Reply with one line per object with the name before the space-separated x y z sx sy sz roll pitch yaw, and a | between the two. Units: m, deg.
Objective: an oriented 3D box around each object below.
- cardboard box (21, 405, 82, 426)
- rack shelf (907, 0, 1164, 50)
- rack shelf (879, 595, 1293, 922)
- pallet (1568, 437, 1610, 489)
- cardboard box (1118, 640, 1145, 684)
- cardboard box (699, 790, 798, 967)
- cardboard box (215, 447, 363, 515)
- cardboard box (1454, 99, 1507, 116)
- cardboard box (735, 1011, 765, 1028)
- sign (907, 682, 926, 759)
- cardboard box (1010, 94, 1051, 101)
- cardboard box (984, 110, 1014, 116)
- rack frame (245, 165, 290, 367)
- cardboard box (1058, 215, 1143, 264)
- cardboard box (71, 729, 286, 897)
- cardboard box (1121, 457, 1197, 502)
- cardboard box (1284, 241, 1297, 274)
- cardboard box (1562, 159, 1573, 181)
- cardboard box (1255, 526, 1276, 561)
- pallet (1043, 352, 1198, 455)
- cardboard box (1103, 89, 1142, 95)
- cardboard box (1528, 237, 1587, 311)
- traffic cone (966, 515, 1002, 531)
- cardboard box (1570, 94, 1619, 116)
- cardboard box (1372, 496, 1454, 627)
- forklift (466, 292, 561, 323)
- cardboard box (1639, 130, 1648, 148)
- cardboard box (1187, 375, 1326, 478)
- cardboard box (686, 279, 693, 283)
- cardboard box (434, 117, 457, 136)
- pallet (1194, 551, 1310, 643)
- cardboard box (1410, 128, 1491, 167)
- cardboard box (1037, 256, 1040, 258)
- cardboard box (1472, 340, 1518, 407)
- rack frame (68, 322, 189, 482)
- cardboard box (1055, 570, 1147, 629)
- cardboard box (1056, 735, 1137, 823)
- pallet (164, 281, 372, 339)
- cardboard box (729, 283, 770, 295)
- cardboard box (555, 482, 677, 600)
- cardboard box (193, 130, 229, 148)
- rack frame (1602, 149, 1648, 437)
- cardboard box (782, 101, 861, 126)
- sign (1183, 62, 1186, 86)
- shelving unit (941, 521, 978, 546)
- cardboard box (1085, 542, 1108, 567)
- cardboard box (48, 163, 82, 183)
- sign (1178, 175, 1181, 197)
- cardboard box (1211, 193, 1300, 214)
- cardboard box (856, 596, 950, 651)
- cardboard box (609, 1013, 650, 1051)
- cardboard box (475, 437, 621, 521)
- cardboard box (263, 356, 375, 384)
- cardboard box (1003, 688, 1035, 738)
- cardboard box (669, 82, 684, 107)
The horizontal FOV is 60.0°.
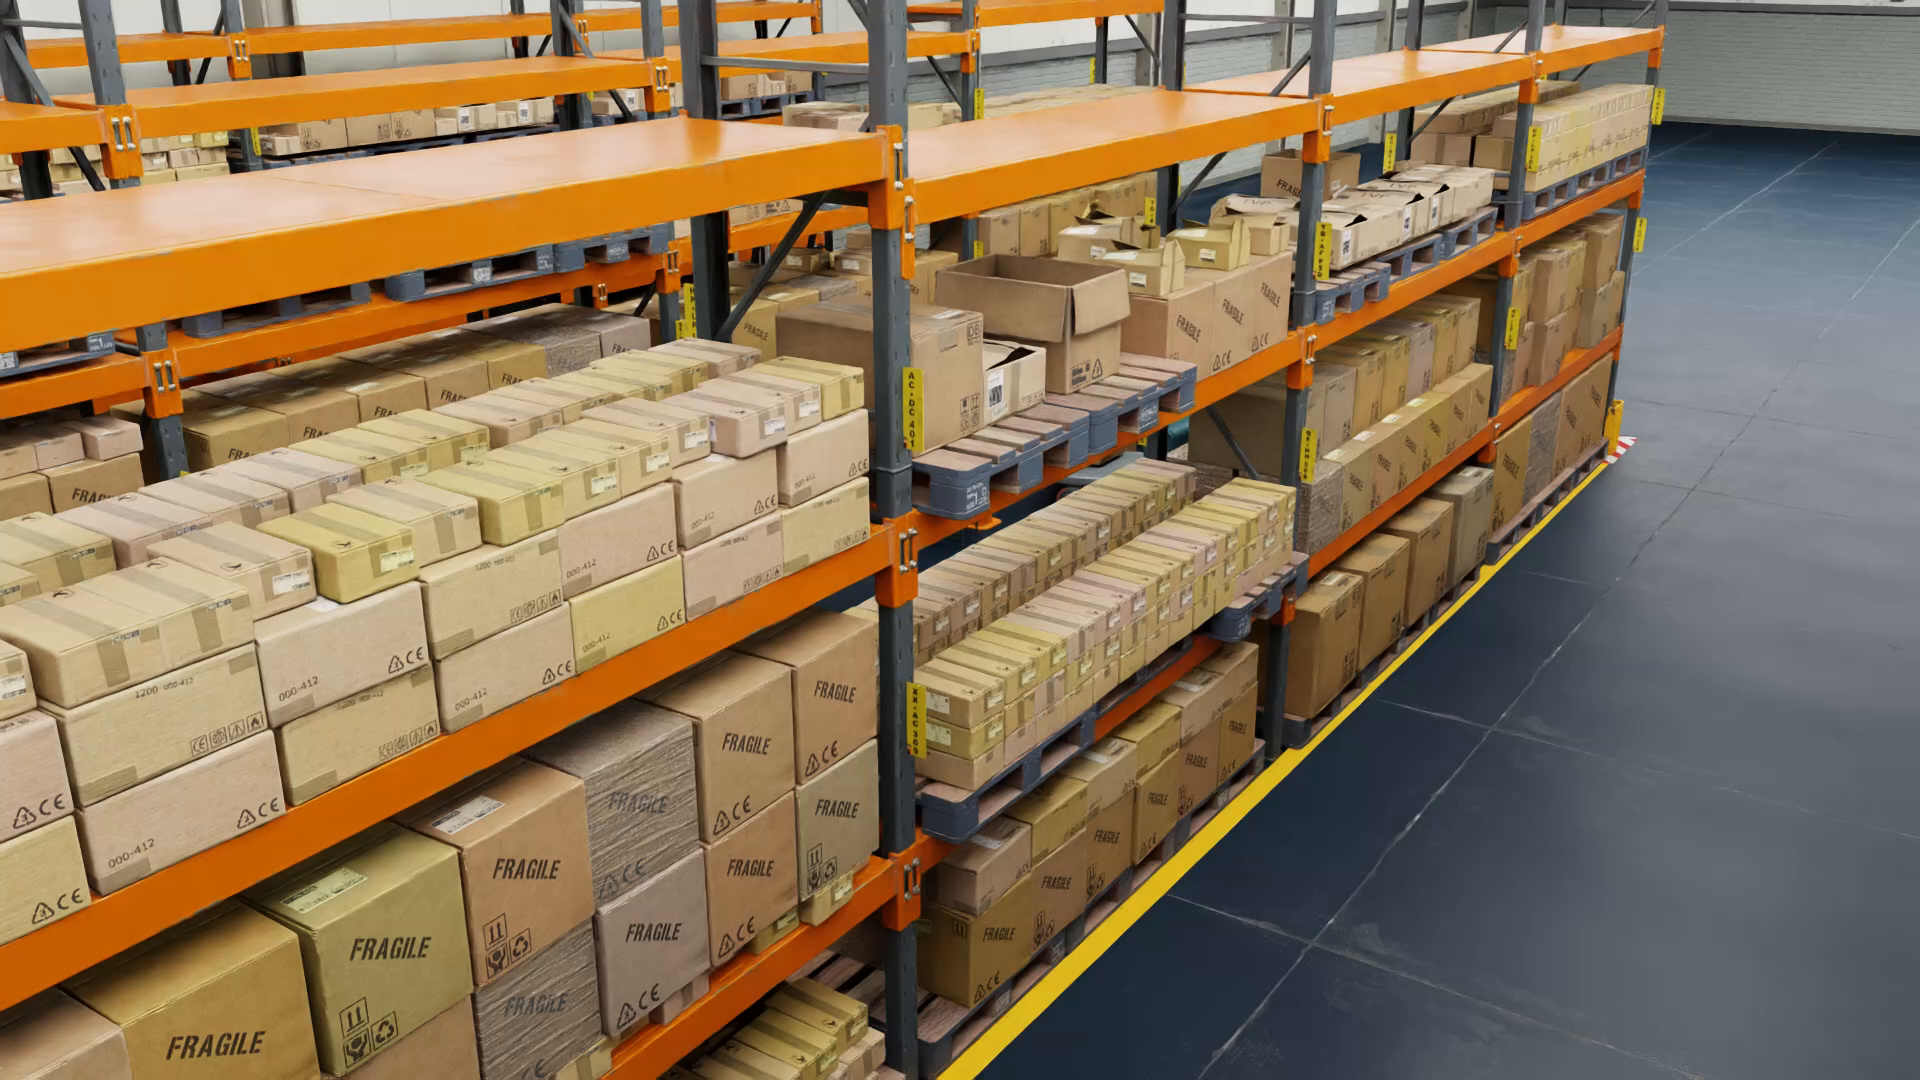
cardboard box | -5.178 -0.672 9.384 0.380 0.149 0.250 13 24 31
rack shelf | 0.836 -5.236 16.637 1.077 0.370 4.000 13 24 32
rack shelf | 0.489 0.808 8.941 1.077 0.370 4.000 13 24 32
pallet | 5.726 -0.846 16.395 1.003 0.211 1.213 13 24 32
cardboard box | 0.696 0.567 8.314 0.380 0.149 0.250 13 24 31
cardboard box | -0.966 1.201 6.269 0.500 0.500 0.500 13 24 30
cardboard box | -2.057 -0.155 5.106 0.380 0.149 0.250 13 24 30
cardboard box | 4.373 -3.616 14.003 0.380 0.149 0.250 13 24 32
cardboard box | -1.104 2.087 7.522 0.380 0.149 0.250 15 25 34
sign | -0.182 0.742 6.834 0.100 0.325 0.005 13 24 32
cardboard box | 0.710 -4.505 17.157 0.380 0.149 0.250 14 24 33
cardboard box | 0.280 -3.957 15.675 0.380 0.149 0.250 14 25 33
rack frame | -6.644 -2.006 15.513 1.000 3.000 0.127 13 24 32
cardboard box | 0.758 -1.625 8.910 0.396 0.266 0.258 13 24 32
cardboard box | -2.120 0.627 4.287 0.500 0.250 0.500 14 25 34
cardboard box | 1.191 -0.365 9.975 0.380 0.149 0.250 13 24 32
cardboard box | 1.933 -1.700 9.975 0.380 0.149 0.250 12 24 30
cardboard box | 4.774 -3.040 13.595 0.380 0.149 0.250 13 24 31
cardboard box | 1.564 -0.014 9.455 0.380 0.149 0.250 14 25 34
pallet | 0.381 -0.729 8.005 1.213 0.211 1.003 13 24 32
cardboard box | 1.709 -4.700 17.683 0.380 0.149 0.250 13 24 31
cardboard box | 5.020 -2.389 14.774 0.875 0.550 0.500 13 24 32
traffic cone | 0.172 -0.368 14.741 0.336 0.463 0.334 13 24 32
cardboard box | 5.487 -3.778 14.441 0.380 0.149 0.250 13 24 31
cardboard box | 3.042 0.079 12.512 1.050 0.750 0.750 13 24 32
forklift | -4.144 -1.443 14.088 3.031 2.935 1.130 1 20 3
cardboard box | 6.204 -3.770 15.569 0.380 0.149 0.250 13 24 32
cardboard box | 1.874 -0.746 10.519 0.700 0.500 0.500 13 24 32
cardboard box | -2.997 -3.047 20.242 0.500 0.250 0.500 13 24 31
cardboard box | -5.196 -4.091 16.437 0.380 0.149 0.250 13 24 31
pallet | 1.301 0.212 9.791 1.213 0.211 1.003 13 24 32
cardboard box | 3.926 -3.162 13.351 0.500 0.250 0.500 13 24 31
cardboard box | 0.452 -2.594 16.528 0.500 0.500 0.500 13 24 32
cardboard box | 4.060 -1.429 13.736 0.875 0.550 0.550 13 24 32
rack frame | -4.786 0.108 9.796 1.000 3.000 0.127 13 24 32
cardboard box | 0.693 0.292 8.198 0.380 0.149 0.250 14 25 34
cardboard box | 0.586 1.209 8.737 0.500 0.250 0.500 14 25 34
pallet | -4.311 -1.481 10.046 0.805 0.209 1.217 12 24 30
cardboard box | -1.947 -1.903 14.055 0.500 0.500 0.500 11 23 28
cardboard box | -1.276 -0.047 5.387 0.500 0.250 0.500 14 25 34
cardboard box | -6.593 -3.513 14.475 0.380 0.149 0.250 14 25 34
rack frame | 6.111 -2.398 16.572 1.000 3.000 0.127 13 24 32
cardboard box | -1.220 -3.721 14.713 0.500 0.250 0.500 13 24 31
sign | 2.408 -5.043 18.122 0.100 0.325 0.005 13 24 32
shelving unit | -0.005 -0.420 14.250 0.258 0.900 0.210 13 24 32
cardboard box | 0.595 0.077 9.208 0.380 0.149 0.250 13 24 32
cardboard box | -7.390 -3.017 13.563 0.380 0.149 0.250 14 25 33
sign | 2.408 -3.912 18.540 0.100 0.325 0.005 13 24 32
cardboard box | 1.953 -2.070 10.741 0.500 0.311 0.500 13 24 32
cardboard box | -0.274 0.382 7.954 0.380 0.149 0.250 12 24 30
cardboard box | -1.337 1.666 5.947 0.380 0.149 0.250 13 24 31
cardboard box | -1.291 -0.194 5.211 0.380 0.149 0.250 13 24 31
cardboard box | -4.156 -0.876 10.872 0.500 0.500 0.500 14 25 33
cardboard box | 0.111 0.728 7.449 0.380 0.149 0.250 13 24 31
cardboard box | -3.310 -5.108 19.019 0.396 0.266 0.258 13 24 31
